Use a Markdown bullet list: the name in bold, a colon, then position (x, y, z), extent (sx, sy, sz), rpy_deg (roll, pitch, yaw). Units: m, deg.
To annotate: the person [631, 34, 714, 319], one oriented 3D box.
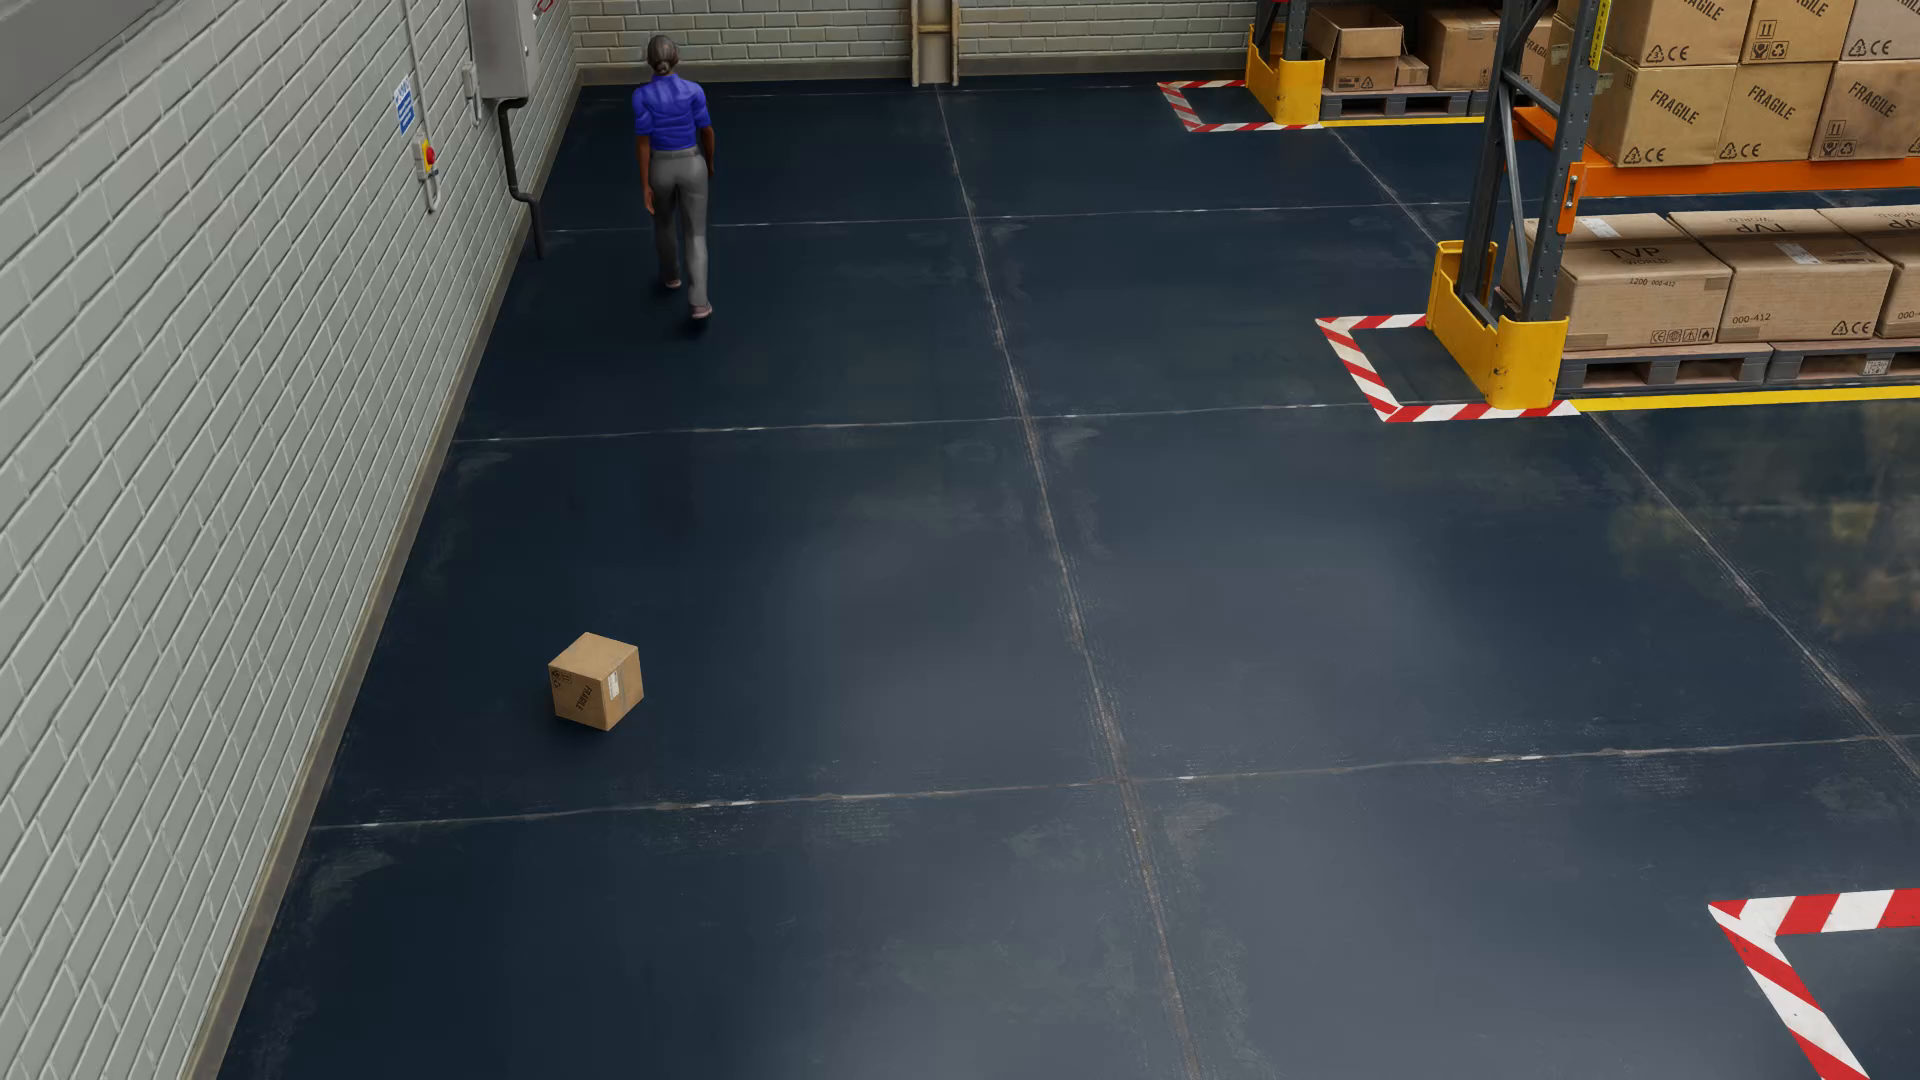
- **person**: position (-1.638, -2.136, 9.648), extent (0.450, 1.605, 0.967), rpy_deg (-4, 32, -7)
